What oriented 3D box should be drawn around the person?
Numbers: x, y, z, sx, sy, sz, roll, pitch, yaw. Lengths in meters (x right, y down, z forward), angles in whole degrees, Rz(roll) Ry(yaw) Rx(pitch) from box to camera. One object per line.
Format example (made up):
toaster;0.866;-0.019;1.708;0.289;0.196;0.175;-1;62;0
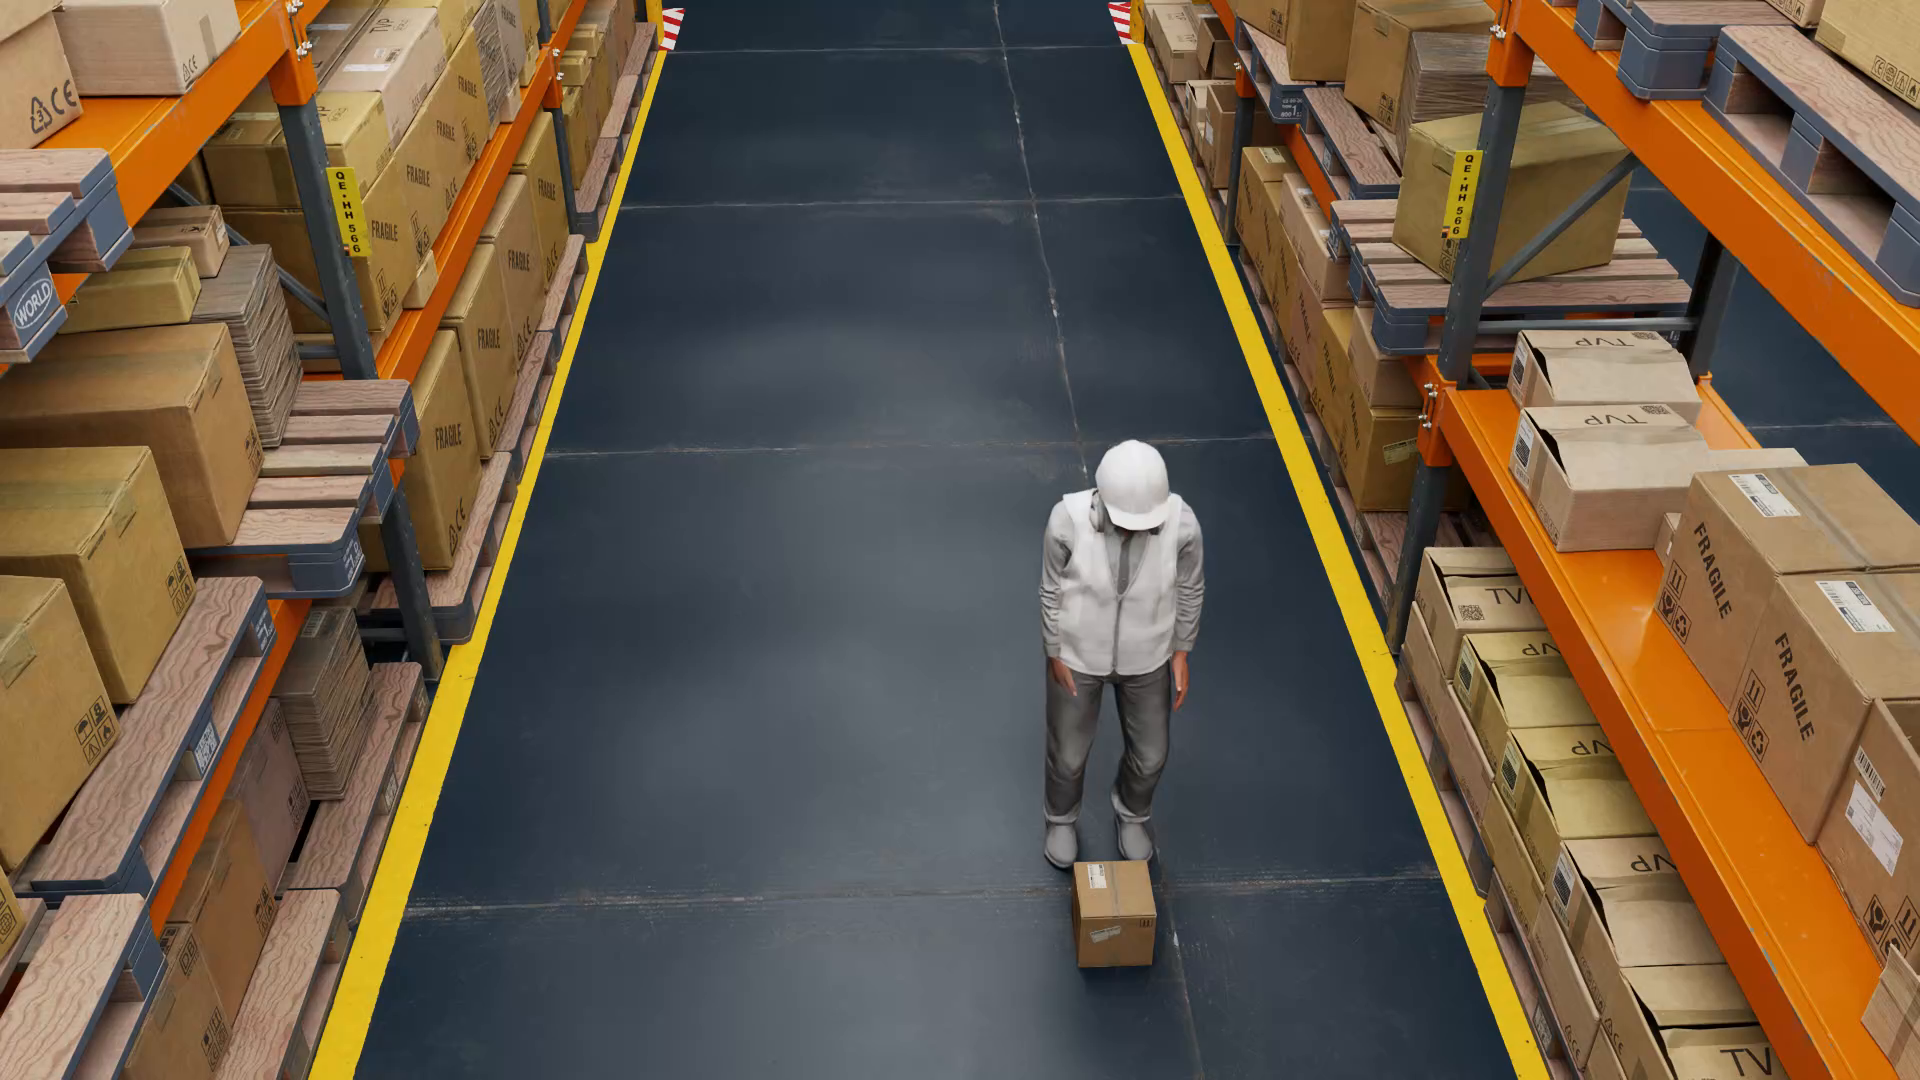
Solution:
person;0.532;0.385;5.606;0.549;1.743;0.427;-1;35;-1
